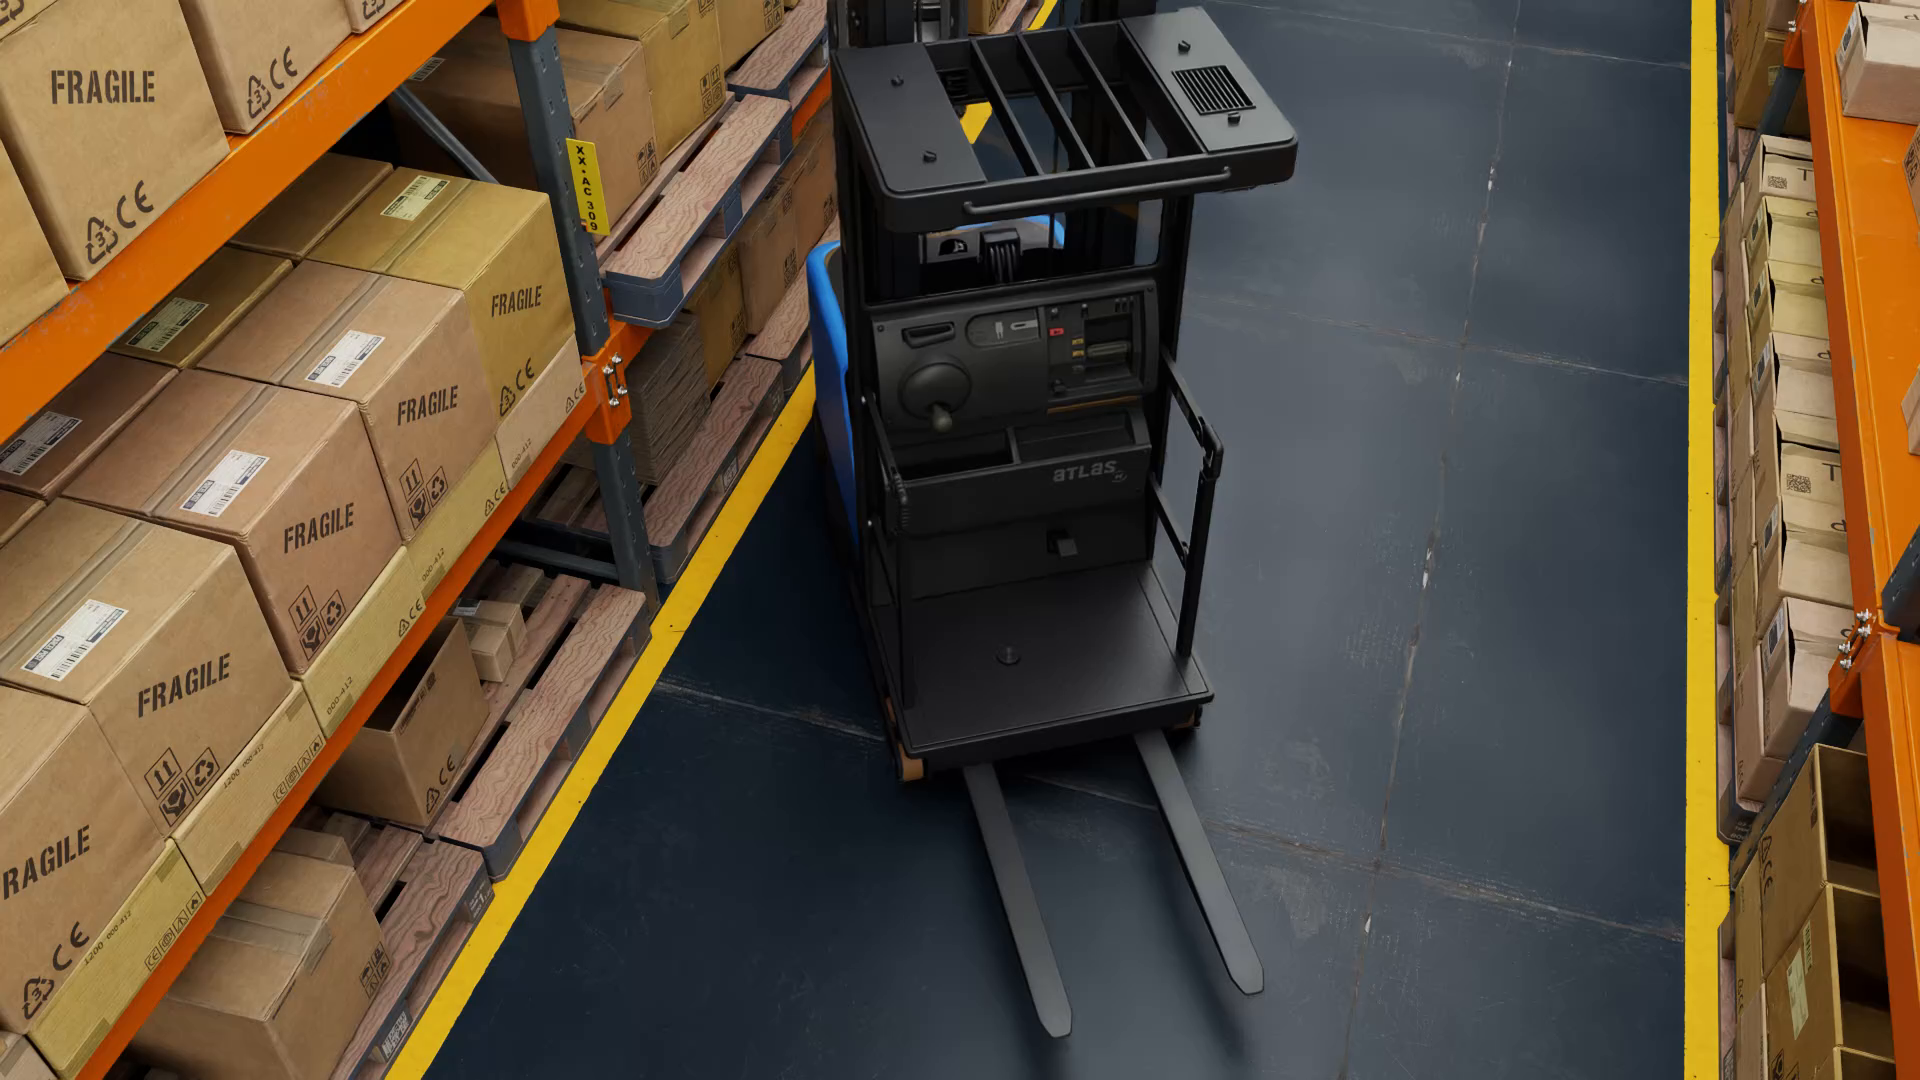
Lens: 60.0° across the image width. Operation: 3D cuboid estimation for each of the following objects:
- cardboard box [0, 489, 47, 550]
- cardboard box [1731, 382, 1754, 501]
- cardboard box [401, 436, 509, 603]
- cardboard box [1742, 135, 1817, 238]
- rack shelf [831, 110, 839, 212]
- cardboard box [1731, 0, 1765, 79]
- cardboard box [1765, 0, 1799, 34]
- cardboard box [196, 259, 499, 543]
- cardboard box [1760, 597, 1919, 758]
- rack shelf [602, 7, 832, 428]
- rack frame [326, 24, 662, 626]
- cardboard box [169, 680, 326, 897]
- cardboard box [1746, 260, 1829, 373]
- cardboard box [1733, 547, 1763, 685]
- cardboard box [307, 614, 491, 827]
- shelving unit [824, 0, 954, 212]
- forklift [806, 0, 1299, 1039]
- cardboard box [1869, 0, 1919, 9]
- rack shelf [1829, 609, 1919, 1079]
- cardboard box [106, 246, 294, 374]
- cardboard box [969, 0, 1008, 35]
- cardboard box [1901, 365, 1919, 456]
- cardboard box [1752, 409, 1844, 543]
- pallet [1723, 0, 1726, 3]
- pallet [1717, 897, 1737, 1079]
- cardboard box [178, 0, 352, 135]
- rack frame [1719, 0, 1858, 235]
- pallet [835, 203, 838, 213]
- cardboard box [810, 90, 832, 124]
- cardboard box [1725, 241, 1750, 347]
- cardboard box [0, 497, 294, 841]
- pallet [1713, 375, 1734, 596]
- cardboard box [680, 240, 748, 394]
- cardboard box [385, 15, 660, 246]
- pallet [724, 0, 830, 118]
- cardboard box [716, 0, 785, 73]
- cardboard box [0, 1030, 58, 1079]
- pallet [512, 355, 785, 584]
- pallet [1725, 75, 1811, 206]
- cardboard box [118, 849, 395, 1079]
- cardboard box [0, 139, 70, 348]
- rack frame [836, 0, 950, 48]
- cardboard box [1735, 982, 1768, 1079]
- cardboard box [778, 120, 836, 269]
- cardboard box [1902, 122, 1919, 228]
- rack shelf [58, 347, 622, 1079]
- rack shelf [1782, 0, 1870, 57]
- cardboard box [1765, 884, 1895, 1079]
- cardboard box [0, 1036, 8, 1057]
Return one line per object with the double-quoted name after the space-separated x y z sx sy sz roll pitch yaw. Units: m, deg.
-2.464 0.193 3.965 0.500 0.500 0.500 13 46 13 "cardboard box"
3.377 -0.353 6.631 0.500 0.250 0.500 13 46 13 "cardboard box"
-1.673 -0.121 4.822 0.500 0.250 0.500 13 46 13 "cardboard box"
3.836 -1.578 7.483 0.500 0.311 0.500 14 46 14 "cardboard box"
-0.272 -1.393 6.691 0.431 0.518 0.480 -6 45 -6 "rack shelf"
4.491 -2.779 8.918 0.500 0.500 0.500 11 45 11 "cardboard box"
4.347 -2.740 8.342 0.500 0.250 0.500 14 46 14 "cardboard box"
-1.653 -0.385 4.555 0.500 0.500 0.500 12 46 12 "cardboard box"
2.912 0.471 5.389 0.500 0.311 0.500 13 46 13 "cardboard box"
-1.054 -1.954 7.116 1.077 0.370 4.000 13 46 13 "rack shelf"
-1.659 -0.878 5.502 1.000 3.000 0.127 13 46 13 "rack frame"
-1.961 0.553 4.133 0.500 0.250 0.500 13 46 13 "cardboard box"
3.528 -0.887 6.776 0.500 0.311 0.500 11 46 11 "cardboard box"
3.067 0.327 5.937 0.500 0.250 0.500 12 46 12 "cardboard box"
-1.935 0.559 5.507 0.500 0.500 0.500 9 45 9 "cardboard box"
-0.272 -1.402 6.681 0.431 2.100 0.503 -6 45 -6 "shelving unit"
0.239 -0.496 5.161 1.130 2.935 3.031 -10 45 -10 "forklift"
4.123 -2.232 6.950 0.500 0.311 0.500 15 46 15 "cardboard box"
2.457 1.759 3.322 1.077 0.370 4.000 13 46 13 "rack shelf"
-2.161 -0.486 4.659 0.500 0.500 0.500 12 46 12 "cardboard box"
-0.100 -3.388 9.304 0.750 0.750 0.750 12 46 12 "cardboard box"
3.154 -0.408 5.118 0.396 0.266 0.258 12 46 12 "cardboard box"
3.217 -0.210 6.084 0.500 0.311 0.500 12 46 12 "cardboard box"
5.275 -3.616 10.295 1.003 0.211 1.213 13 46 13 "pallet"
2.782 1.687 4.875 1.003 0.211 1.213 13 46 13 "pallet"
-1.742 -1.269 3.672 0.500 0.500 0.500 9 45 9 "cardboard box"
4.274 -2.497 7.157 1.000 3.000 0.127 13 46 13 "rack frame"
-0.686 -2.027 8.670 1.003 0.211 1.213 13 46 13 "pallet"
-0.849 -2.218 7.808 0.500 0.250 0.500 13 46 13 "cardboard box"
3.684 -1.042 7.336 0.500 0.250 0.500 11 46 11 "cardboard box"
-1.973 0.296 3.860 0.500 0.500 0.500 14 46 14 "cardboard box"
3.617 -0.149 6.752 1.003 0.211 1.213 13 46 13 "pallet"
-1.344 -0.991 7.090 0.700 0.500 0.500 12 46 12 "cardboard box"
-1.473 -1.403 5.653 0.700 0.500 0.500 13 46 13 "cardboard box"
-1.008 -2.147 6.937 1.003 0.211 1.213 13 46 13 "pallet"
-1.127 -2.219 6.487 0.700 0.500 0.500 19 47 18 "cardboard box"
-2.277 1.228 3.443 0.500 0.250 0.500 11 45 11 "cardboard box"
-1.425 -0.400 7.008 1.003 0.211 1.213 13 46 13 "pallet"
4.536 -1.990 8.633 1.003 0.211 1.213 13 46 13 "pallet"
-2.133 1.224 4.827 0.700 0.500 0.500 10 45 10 "cardboard box"
-2.039 -0.555 2.942 0.500 0.500 0.500 15 46 15 "cardboard box"
-0.235 -1.234 6.509 0.400 2.100 0.015 -6 45 -6 "rack frame"
2.477 1.579 4.657 0.500 0.250 0.500 13 46 13 "cardboard box"
-1.007 -1.661 7.775 0.700 0.500 0.500 12 46 12 "cardboard box"
3.782 -1.411 5.976 0.500 0.500 0.500 10 45 10 "cardboard box"
-2.265 0.713 4.391 1.077 0.370 4.000 13 46 13 "rack shelf"
4.880 -3.573 8.771 1.077 0.370 4.000 13 46 13 "rack shelf"
2.480 1.312 4.395 0.500 0.500 0.500 13 46 13 "cardboard box"
-2.280 0.985 3.155 0.500 0.500 0.500 13 46 13 "cardboard box"
